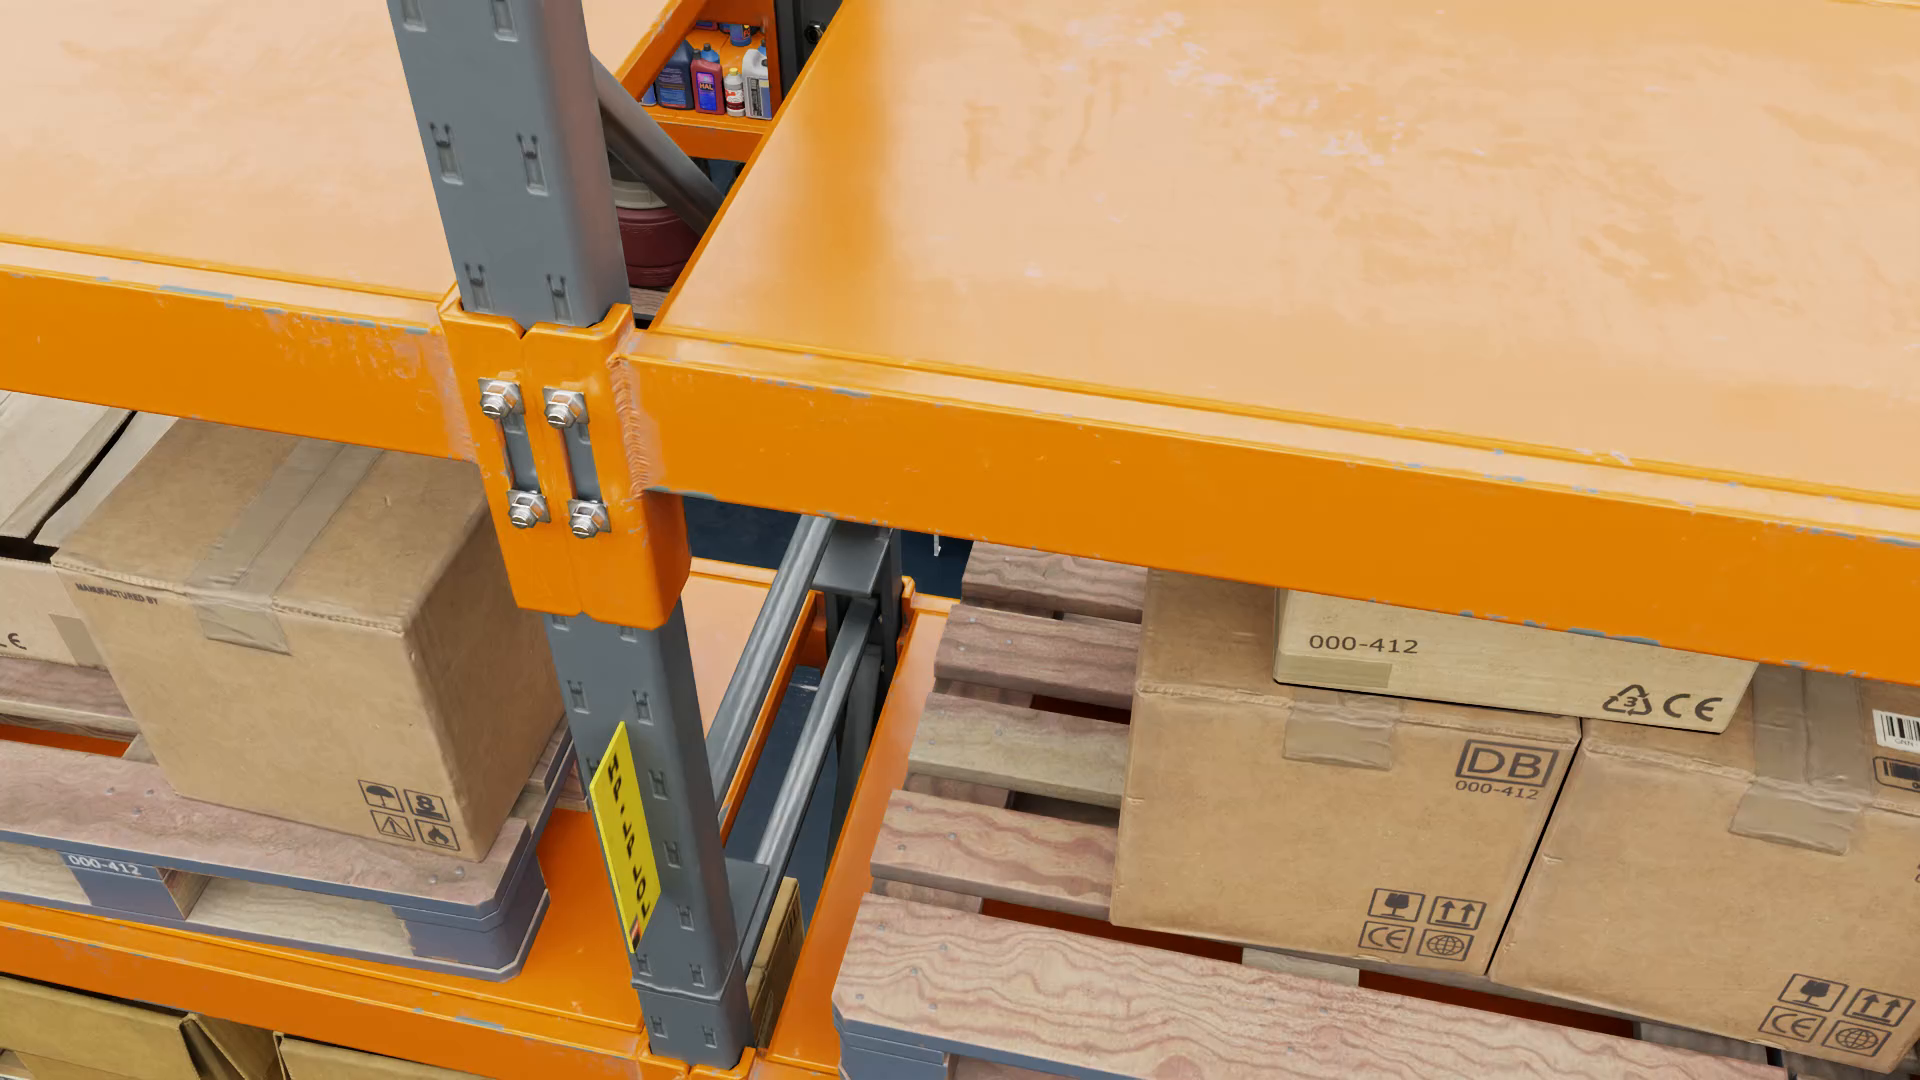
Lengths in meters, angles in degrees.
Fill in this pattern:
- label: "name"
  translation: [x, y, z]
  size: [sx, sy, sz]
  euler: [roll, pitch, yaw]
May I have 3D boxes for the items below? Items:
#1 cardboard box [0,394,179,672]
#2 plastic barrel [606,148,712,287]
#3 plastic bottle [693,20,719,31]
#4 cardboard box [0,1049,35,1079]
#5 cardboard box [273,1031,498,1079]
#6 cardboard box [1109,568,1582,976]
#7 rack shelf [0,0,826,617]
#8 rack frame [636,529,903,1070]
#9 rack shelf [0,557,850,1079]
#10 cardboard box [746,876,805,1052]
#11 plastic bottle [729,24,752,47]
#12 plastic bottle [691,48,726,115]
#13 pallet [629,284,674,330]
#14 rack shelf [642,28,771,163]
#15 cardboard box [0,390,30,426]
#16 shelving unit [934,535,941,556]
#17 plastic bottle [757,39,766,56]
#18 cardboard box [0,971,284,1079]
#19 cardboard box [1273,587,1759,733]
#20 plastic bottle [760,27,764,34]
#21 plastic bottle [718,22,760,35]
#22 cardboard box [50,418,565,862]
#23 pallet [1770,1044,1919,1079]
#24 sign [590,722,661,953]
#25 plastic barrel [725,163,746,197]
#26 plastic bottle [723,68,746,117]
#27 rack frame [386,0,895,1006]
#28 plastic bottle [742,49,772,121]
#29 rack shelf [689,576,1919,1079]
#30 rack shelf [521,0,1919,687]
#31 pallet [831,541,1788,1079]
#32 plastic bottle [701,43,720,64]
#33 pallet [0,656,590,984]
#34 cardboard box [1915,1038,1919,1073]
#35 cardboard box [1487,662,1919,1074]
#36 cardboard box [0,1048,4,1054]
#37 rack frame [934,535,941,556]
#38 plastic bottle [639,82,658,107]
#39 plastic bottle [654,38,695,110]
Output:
- label: "cardboard box"
  translation: [-1.325, -0.068, 2.716]
  size: [0.500, 0.311, 0.500]
  euler: [7, 44, 8]
- label: "plastic barrel"
  translation: [-1.513, -1.647, 8.195]
  size: [0.708, 0.588, 0.600]
  euler: [9, 45, 9]
- label: "plastic bottle"
  translation: [-1.195, -2.521, 7.751]
  size: [0.133, 0.283, 0.061]
  euler: [9, 45, 9]
- label: "cardboard box"
  translation: [-1.783, 1.283, 3.642]
  size: [0.500, 0.500, 0.500]
  euler: [8, 45, 9]
- label: "cardboard box"
  translation: [-0.899, 0.871, 3.347]
  size: [0.637, 0.503, 0.797]
  euler: [8, 44, 8]
- label: "cardboard box"
  translation: [0.503, 0.133, 2.299]
  size: [0.500, 0.500, 0.700]
  euler: [6, 44, 7]
- label: "rack shelf"
  translation: [-2.226, -0.702, 2.257]
  size: [4.000, 0.370, 1.077]
  euler: [9, 45, 9]
- label: "rack frame"
  translation: [-0.274, 1.359, 3.635]
  size: [0.127, 3.000, 1.000]
  euler: [9, 45, 9]
- label: "rack shelf"
  translation: [-2.226, 0.235, 3.159]
  size: [4.000, 0.370, 1.077]
  euler: [9, 45, 9]
- label: "cardboard box"
  translation: [-0.668, 1.084, 3.848]
  size: [0.500, 0.500, 0.500]
  euler: [9, 45, 9]
- label: "plastic bottle"
  translation: [-1.020, -2.418, 7.652]
  size: [0.097, 0.271, 0.097]
  euler: [0, 44, 0]
- label: "plastic bottle"
  translation: [-1.090, -1.983, 7.191]
  size: [0.133, 0.283, 0.061]
  euler: [9, 45, 9]
- label: "pallet"
  translation: [-1.131, -1.316, 8.425]
  size: [1.213, 0.211, 1.003]
  euler: [9, 45, 9]
- label: "rack shelf"
  translation: [-1.144, -2.036, 7.682]
  size: [4.000, 0.370, 1.077]
  euler: [9, 45, 9]
- label: "cardboard box"
  translation: [-1.694, -0.109, 2.876]
  size: [0.250, 0.149, 0.380]
  euler: [7, 44, 7]
- label: "shelving unit"
  translation: [0.162, -0.407, 6.768]
  size: [0.503, 1.200, 0.258]
  euler: [9, 45, 9]
- label: "plastic bottle"
  translation: [-0.845, -2.062, 7.282]
  size: [0.097, 0.271, 0.097]
  euler: [0, 44, 0]
- label: "cardboard box"
  translation: [-1.566, 0.759, 3.463]
  size: [0.637, 0.503, 0.797]
  euler: [9, 45, 10]
- label: "cardboard box"
  translation: [0.642, -0.068, 1.967]
  size: [0.500, 0.250, 0.500]
  euler: [6, 44, 6]
- label: "plastic bottle"
  translation: [-0.893, -2.500, 7.738]
  size: [0.097, 0.271, 0.097]
  euler: [0, 44, 0]
- label: "plastic bottle"
  translation: [-1.036, -2.535, 7.716]
  size: [0.185, 0.351, 0.144]
  euler: [9, 45, 9]
- label: "cardboard box"
  translation: [-0.842, 0.010, 2.499]
  size: [0.500, 0.500, 0.700]
  euler: [10, 45, 10]
- label: "pallet"
  translation: [1.709, 0.628, 2.296]
  size: [1.213, 0.211, 1.003]
  euler: [9, 45, 9]
- label: "sign"
  translation: [-0.383, 0.347, 1.923]
  size: [0.005, 0.325, 0.100]
  euler: [9, 45, 9]
- label: "plastic barrel"
  translation: [-0.942, -1.595, 8.195]
  size: [0.421, 0.512, 0.421]
  euler: [0, 44, 0]
- label: "plastic bottle"
  translation: [-0.973, -1.948, 7.214]
  size: [0.097, 0.201, 0.097]
  euler: [0, 44, 0]
- label: "rack frame"
  translation: [-0.274, -0.802, 1.555]
  size: [0.127, 3.000, 1.000]
  euler: [9, 45, 9]
- label: "plastic bottle"
  translation: [-0.854, -1.976, 7.190]
  size: [0.135, 0.276, 0.152]
  euler: [9, 45, 9]
- label: "rack shelf"
  translation: [1.678, 0.840, 2.530]
  size: [4.000, 0.370, 1.077]
  euler: [9, 45, 9]
- label: "rack shelf"
  translation: [1.678, -0.096, 1.628]
  size: [4.000, 0.370, 1.077]
  euler: [9, 45, 9]
- label: "pallet"
  translation: [0.522, 0.441, 2.489]
  size: [1.213, 0.211, 1.003]
  euler: [9, 45, 9]
- label: "plastic bottle"
  translation: [-1.090, -2.035, 7.254]
  size: [0.097, 0.271, 0.097]
  euler: [0, 44, 0]
- label: "pallet"
  translation: [-1.179, 0.242, 2.771]
  size: [1.217, 0.209, 0.805]
  euler: [7, 44, 7]
- label: "cardboard box"
  translation: [1.506, 0.393, 2.029]
  size: [0.500, 0.500, 0.700]
  euler: [11, 45, 11]
- label: "cardboard box"
  translation: [1.027, 0.217, 2.211]
  size: [0.500, 0.500, 0.700]
  euler: [11, 45, 11]
- label: "cardboard box"
  translation: [-2.176, 0.675, 3.550]
  size: [0.637, 0.503, 0.797]
  euler: [10, 45, 10]
- label: "rack frame"
  translation: [-0.077, -0.444, 6.806]
  size: [0.015, 1.200, 0.240]
  euler: [9, 45, 9]
- label: "plastic bottle"
  translation: [-1.391, -2.059, 7.276]
  size: [0.135, 0.276, 0.152]
  euler: [9, 45, 9]
- label: "plastic bottle"
  translation: [-1.236, -2.060, 7.222]
  size: [0.185, 0.351, 0.144]
  euler: [9, 45, 9]
